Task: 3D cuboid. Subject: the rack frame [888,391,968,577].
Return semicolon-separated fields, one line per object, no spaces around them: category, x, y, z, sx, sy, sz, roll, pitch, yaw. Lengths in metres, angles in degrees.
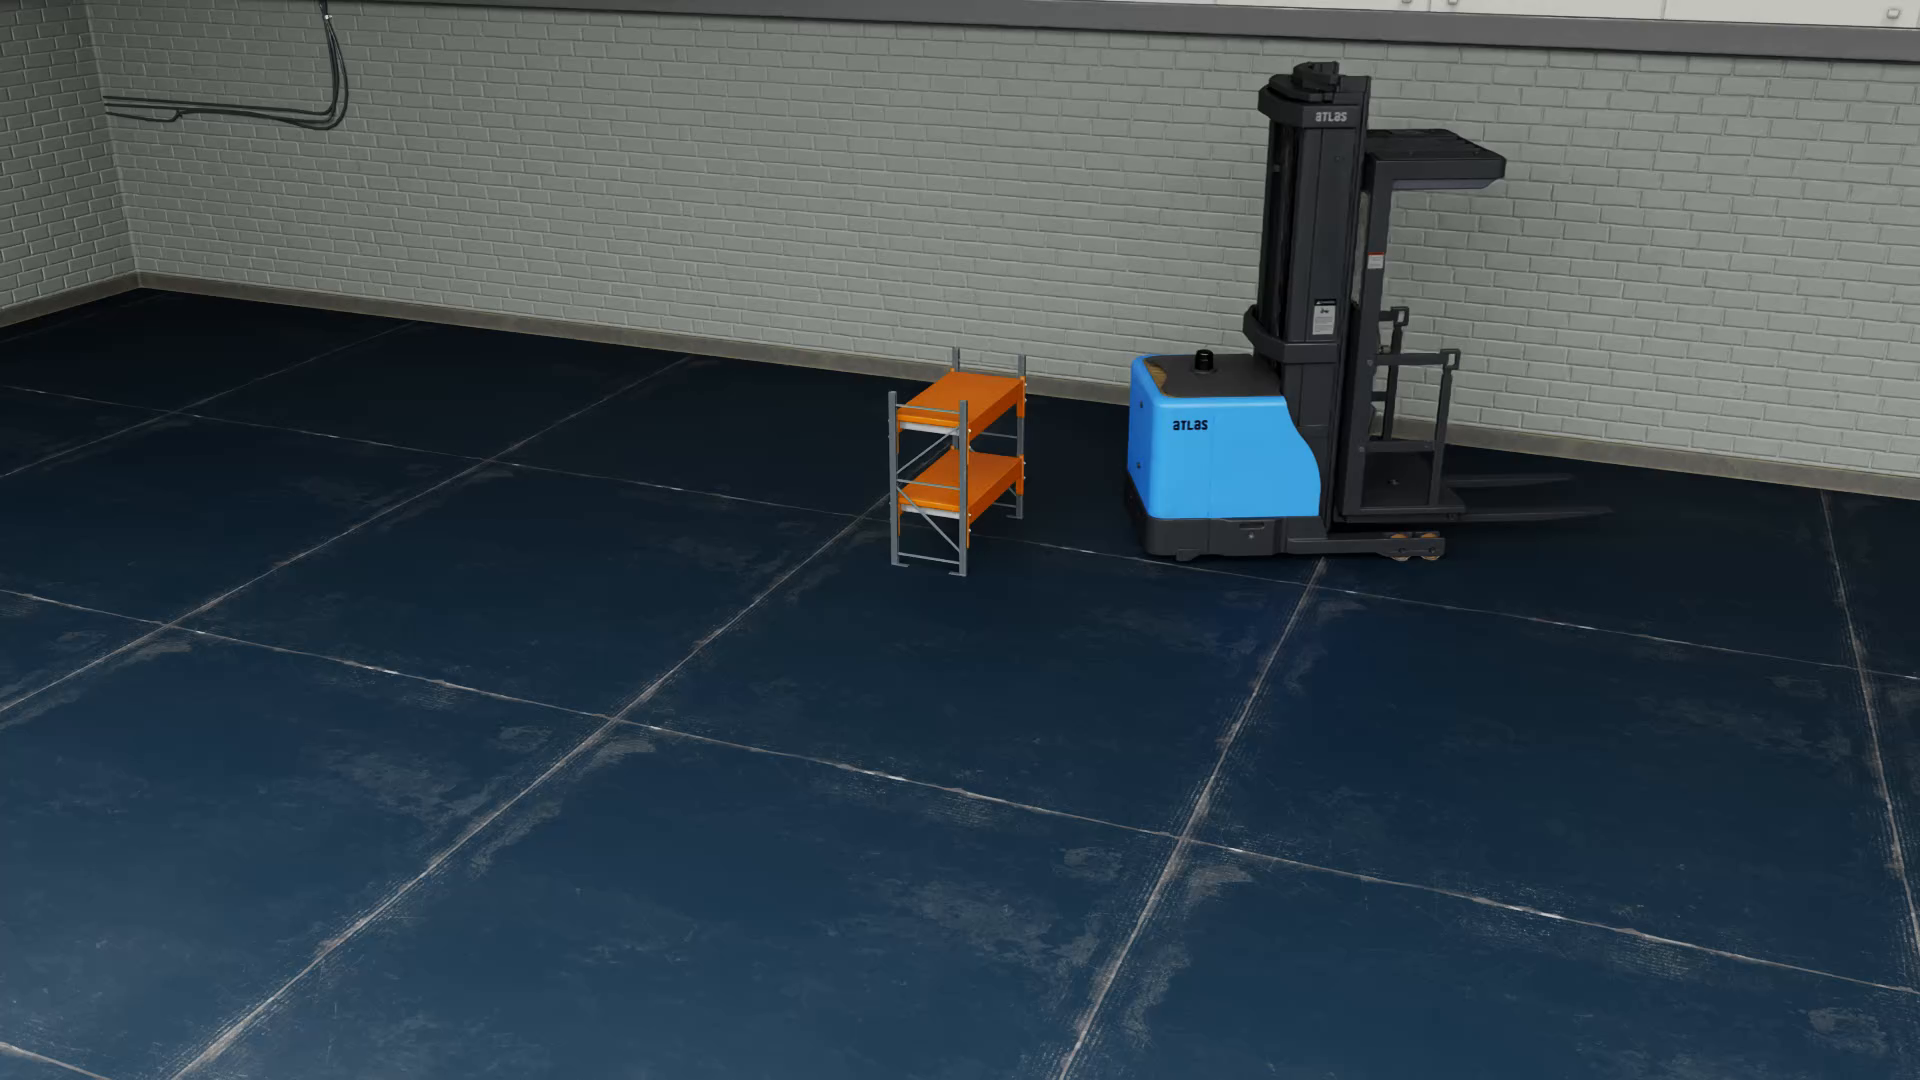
rack frame;-0.191;-0.335;10.092;0.500;1.125;0.032;9;24;20

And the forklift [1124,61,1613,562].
forklift;2.641;-1.423;10.353;3.031;2.935;1.130;-1;23;-3

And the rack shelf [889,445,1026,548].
rack shelf;-0.002;-0.291;10.622;0.538;0.278;1.000;9;24;20

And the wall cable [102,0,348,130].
wall cable;-6.995;-5.071;15.244;3.097;2.526;0.112;9;24;20

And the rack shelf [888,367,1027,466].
rack shelf;-0.002;-0.787;10.415;0.538;0.278;1.000;9;24;20

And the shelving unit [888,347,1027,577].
shelving unit;-0.002;-0.517;10.527;0.538;1.125;1.048;9;24;20

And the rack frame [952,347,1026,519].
rack frame;0.186;-0.699;10.963;0.500;1.125;0.032;9;24;20
